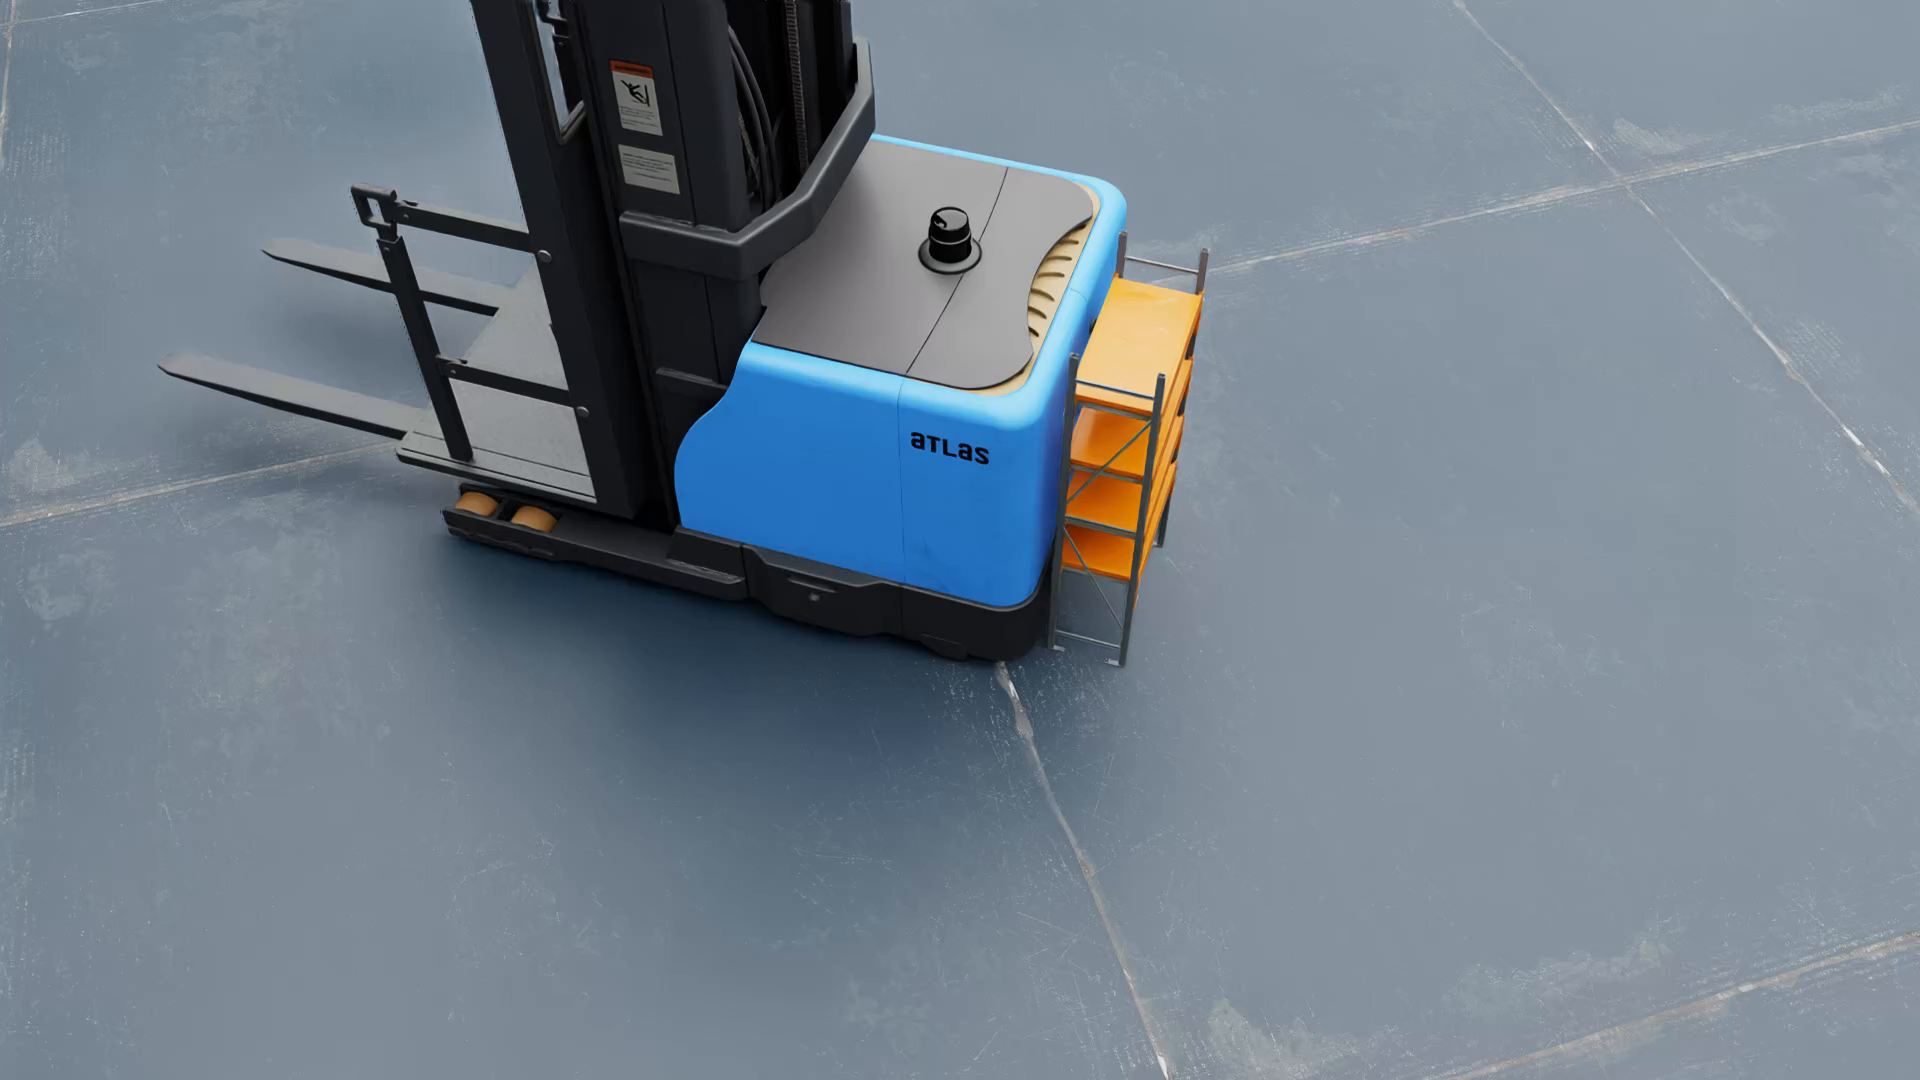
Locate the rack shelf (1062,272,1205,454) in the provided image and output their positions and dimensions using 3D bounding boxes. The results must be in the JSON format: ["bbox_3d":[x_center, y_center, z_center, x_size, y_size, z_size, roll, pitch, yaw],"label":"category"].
[{"bbox_3d":[0.457,-0.469,4.345,0.258,0.148,0.480,14,51,11],"label":"rack shelf"}]

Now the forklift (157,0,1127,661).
[{"bbox_3d":[-1.089,-1.261,4.396,3.031,2.935,1.130,14,51,11],"label":"forklift"}]

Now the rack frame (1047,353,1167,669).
[{"bbox_3d":[0.379,-0.038,4.496,0.240,1.200,0.015,14,51,11],"label":"rack frame"}]

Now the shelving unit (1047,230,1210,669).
[{"bbox_3d":[0.454,-0.216,4.646,0.258,1.200,0.503,14,51,11],"label":"shelving unit"}]

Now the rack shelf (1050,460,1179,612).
[{"bbox_3d":[0.453,-0.045,4.850,0.258,0.148,0.480,14,51,11],"label":"rack shelf"}]

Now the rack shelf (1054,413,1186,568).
[{"bbox_3d":[0.454,-0.173,4.698,0.258,0.148,0.480,14,51,11],"label":"rack shelf"}]

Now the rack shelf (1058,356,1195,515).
[{"bbox_3d":[0.455,-0.317,4.526,0.258,0.148,0.480,14,51,11],"label":"rack shelf"}]

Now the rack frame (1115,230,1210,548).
[{"bbox_3d":[0.530,-0.393,4.796,0.240,1.200,0.015,14,51,11],"label":"rack frame"}]
